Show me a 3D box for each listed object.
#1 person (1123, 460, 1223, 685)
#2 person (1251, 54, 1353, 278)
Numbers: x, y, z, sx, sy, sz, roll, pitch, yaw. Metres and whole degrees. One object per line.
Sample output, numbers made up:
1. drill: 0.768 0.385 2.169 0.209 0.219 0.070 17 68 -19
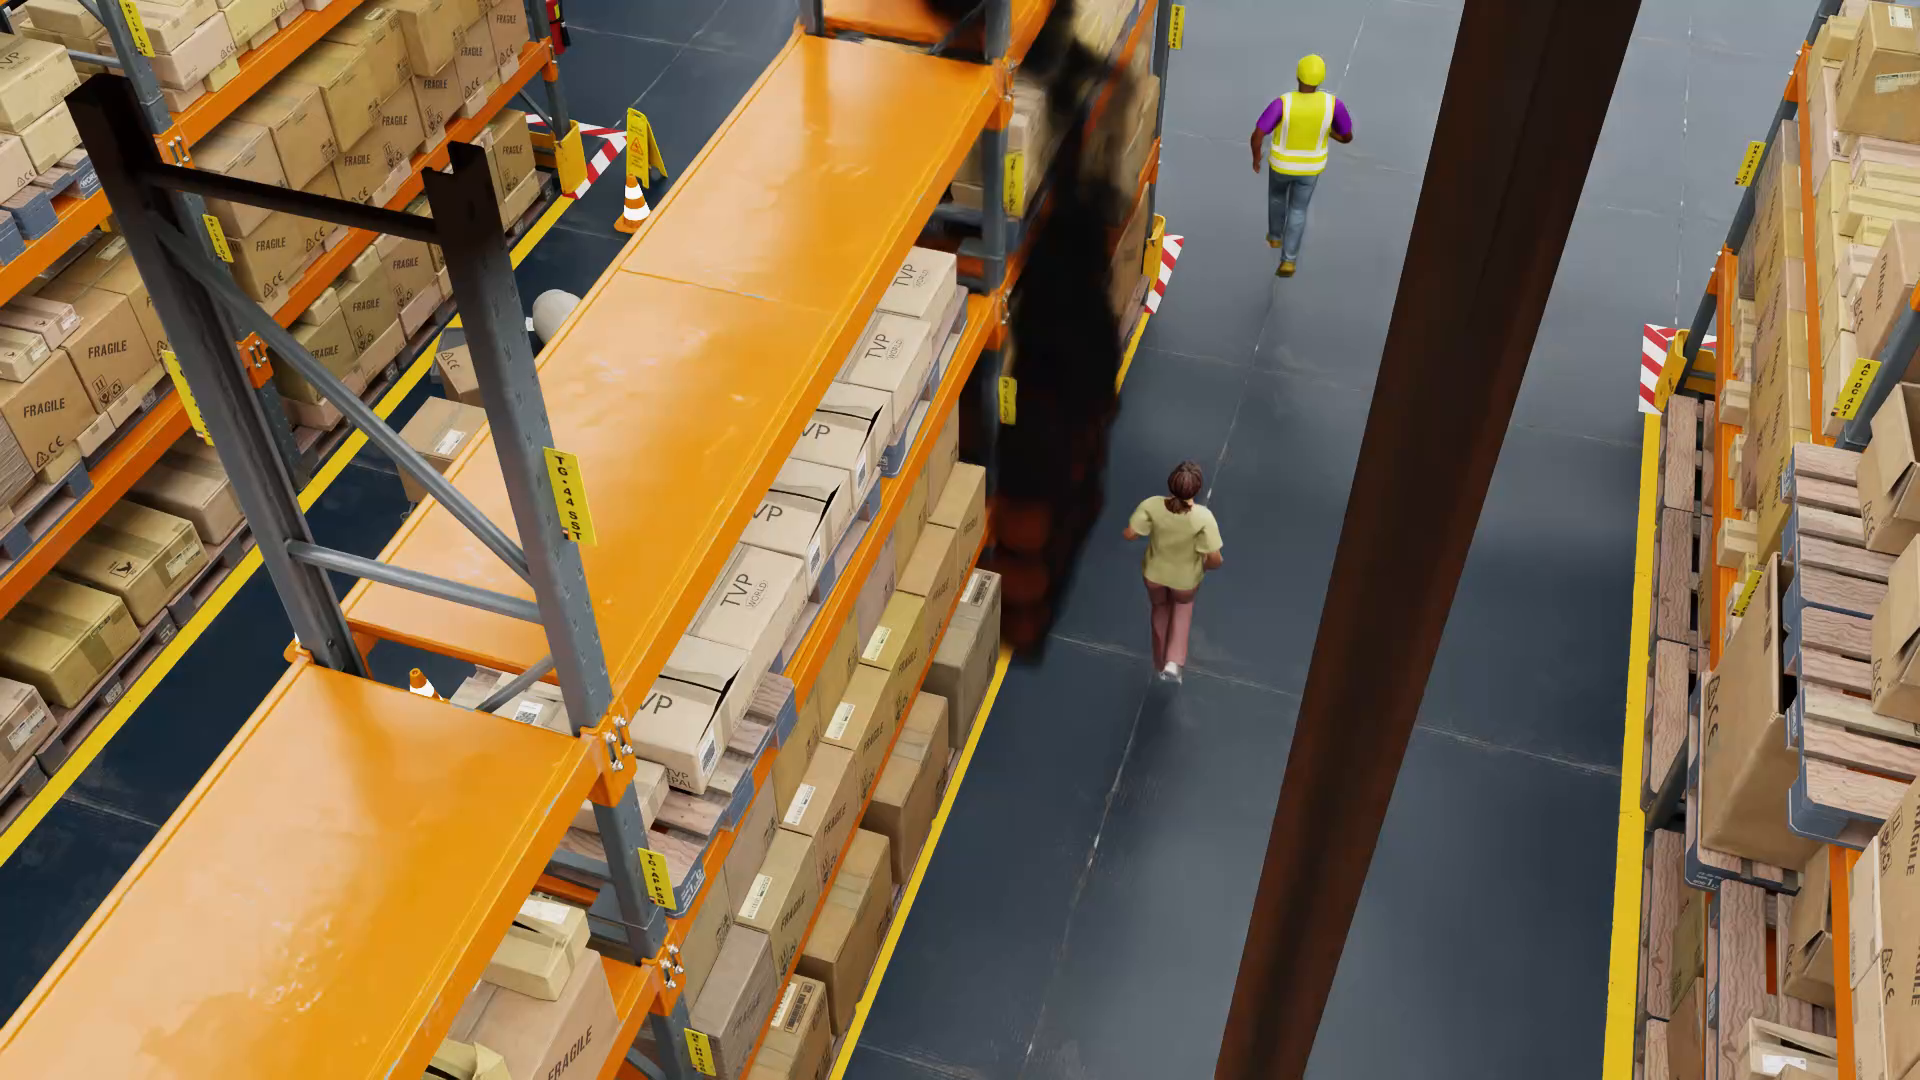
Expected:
1. person: 1.191 0.192 9.409 0.574 1.637 0.532 13 47 12
2. person: 2.505 -2.793 12.393 0.738 1.765 0.838 5 46 5
